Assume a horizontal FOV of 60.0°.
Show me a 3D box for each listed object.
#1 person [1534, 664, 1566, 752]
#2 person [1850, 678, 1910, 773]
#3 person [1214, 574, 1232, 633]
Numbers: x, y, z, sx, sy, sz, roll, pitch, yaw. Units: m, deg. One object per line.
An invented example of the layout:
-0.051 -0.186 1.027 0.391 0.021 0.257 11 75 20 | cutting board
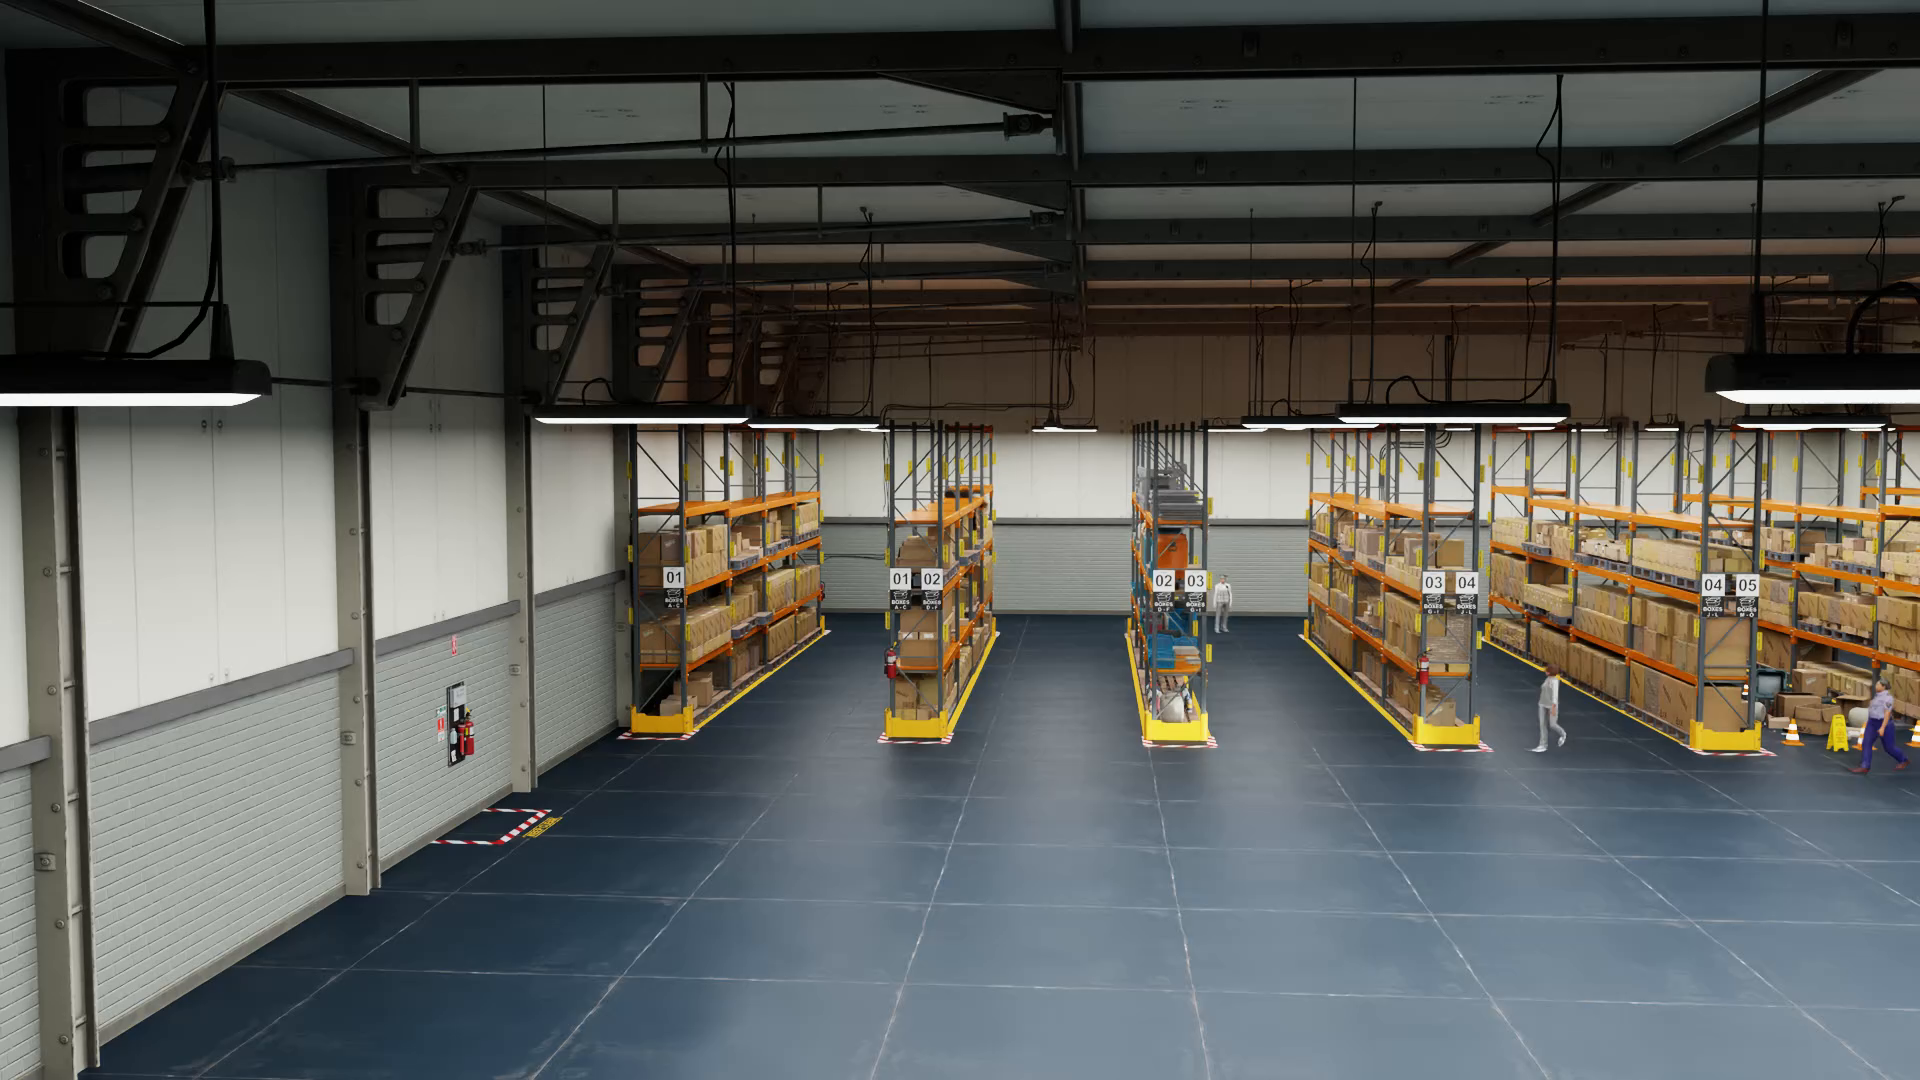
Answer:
10.688 3.025 30.049 0.664 1.576 0.406 -3 5 -40 | person
15.568 3.136 28.058 0.927 1.615 0.468 -1 4 -18 | person
7.630 1.835 48.233 0.529 1.698 0.502 0 4 1 | person
